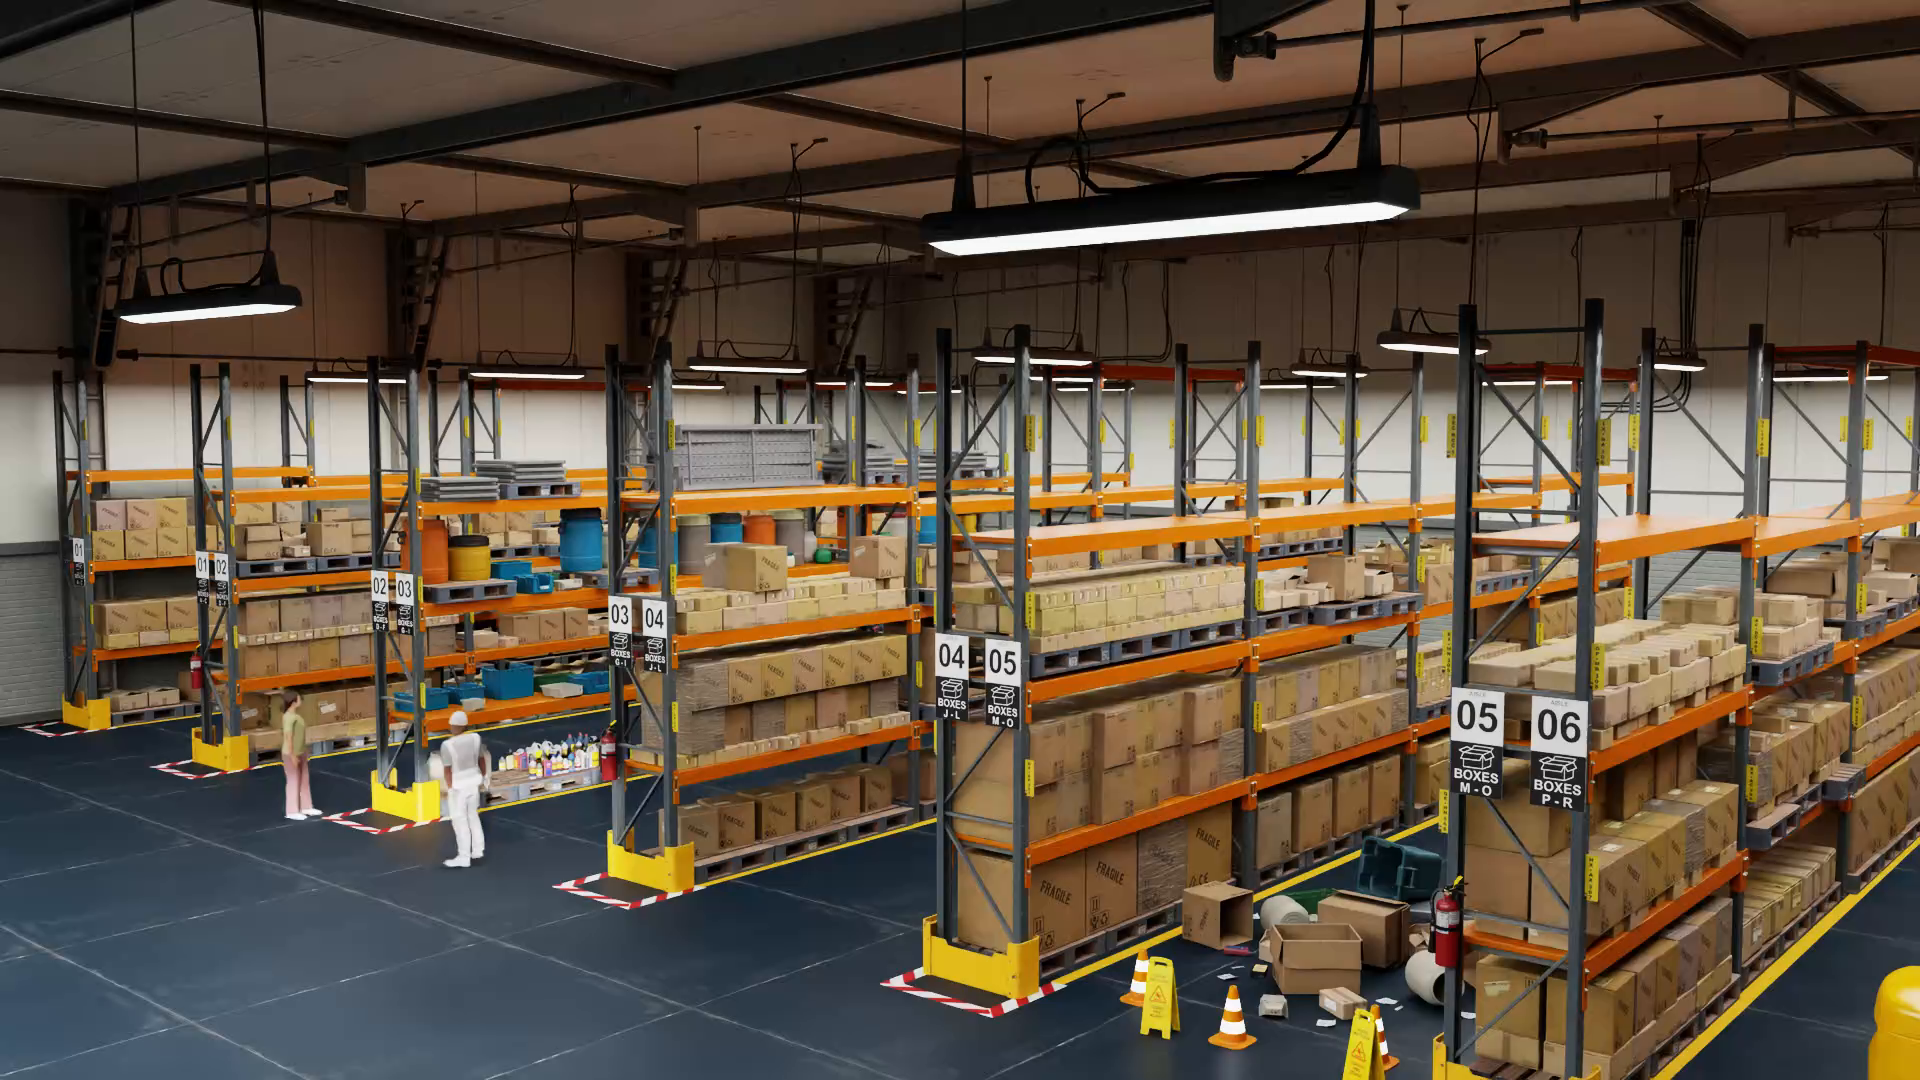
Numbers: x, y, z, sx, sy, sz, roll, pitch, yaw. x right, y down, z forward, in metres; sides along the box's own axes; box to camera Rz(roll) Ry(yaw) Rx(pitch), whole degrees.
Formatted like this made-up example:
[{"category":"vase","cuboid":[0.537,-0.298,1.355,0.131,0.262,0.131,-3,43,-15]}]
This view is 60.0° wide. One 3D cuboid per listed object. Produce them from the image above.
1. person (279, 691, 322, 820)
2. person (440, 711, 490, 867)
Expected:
[{"category":"person","cuboid":[-8.577,2.783,21.565,0.419,1.674,0.509,0,4,-1]},{"category":"person","cuboid":[-5.737,2.870,19.332,0.393,1.810,0.724,2,5,29]}]
